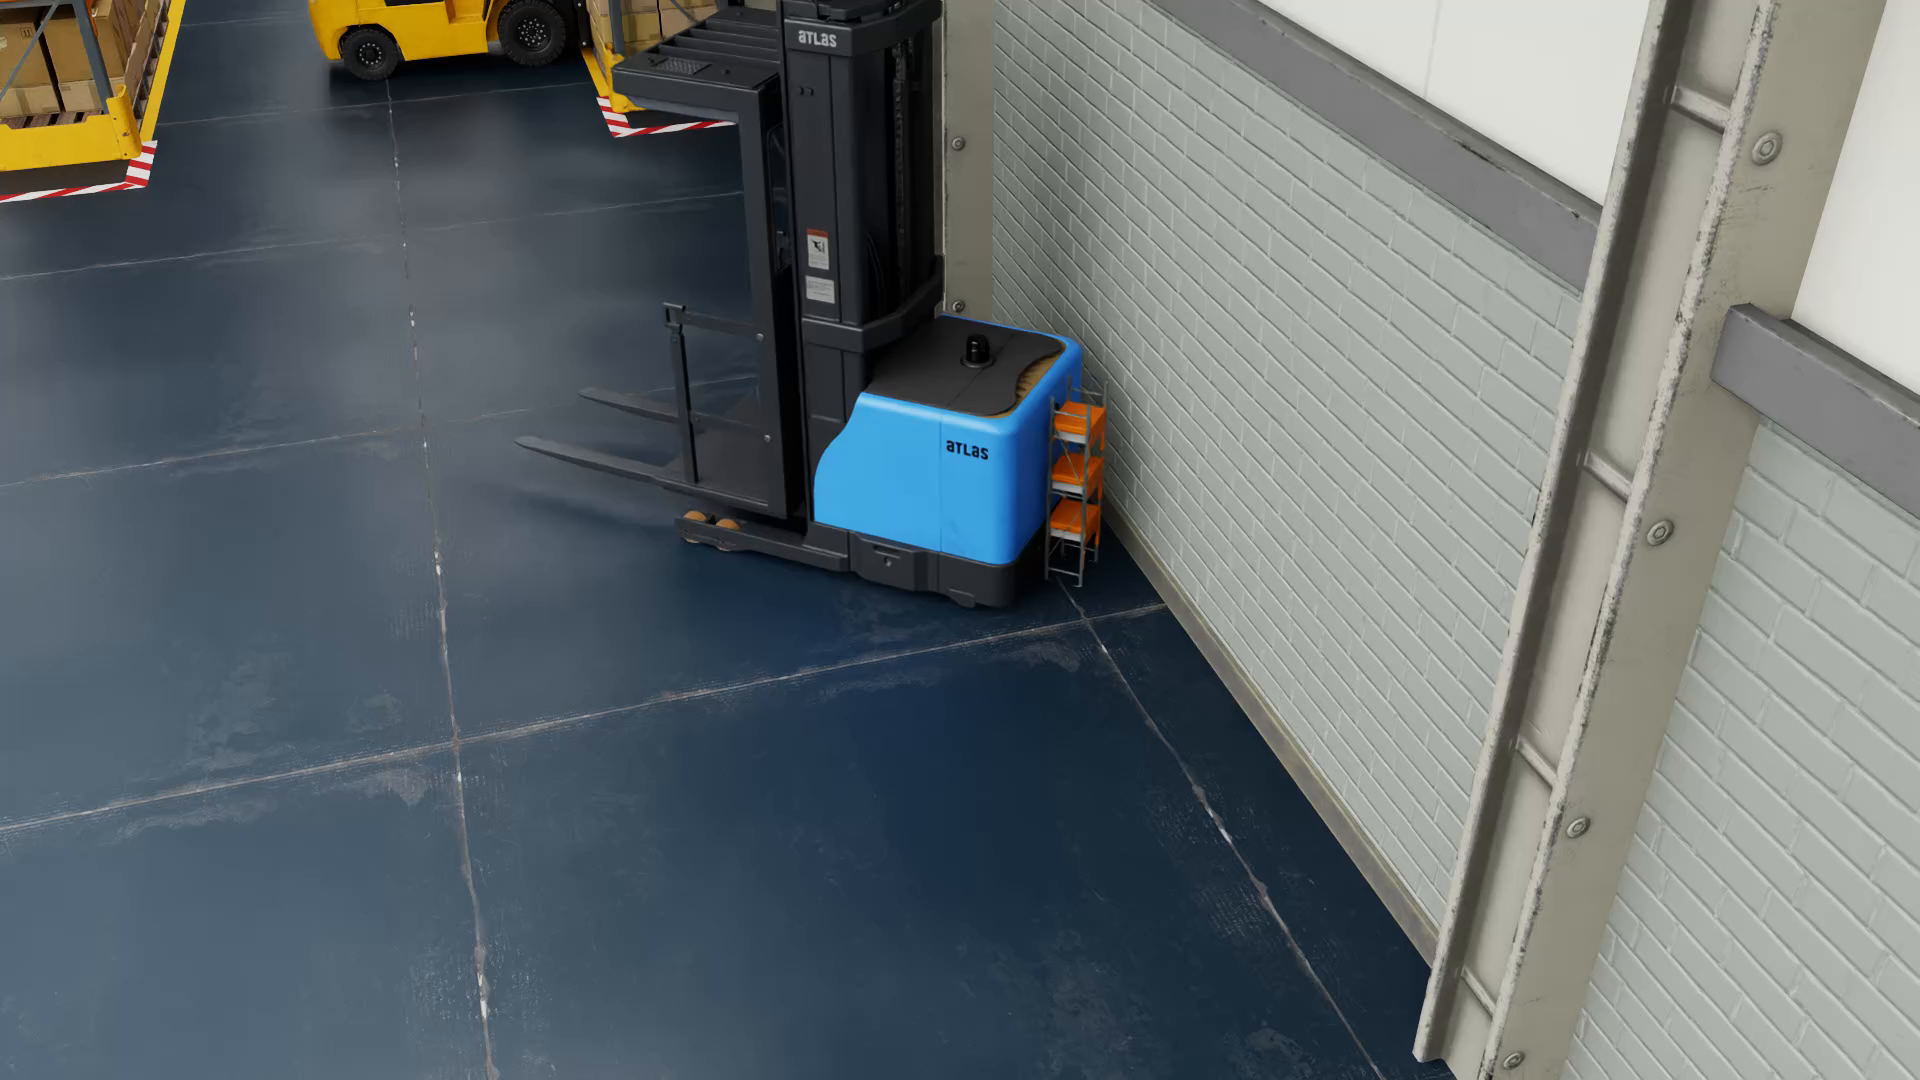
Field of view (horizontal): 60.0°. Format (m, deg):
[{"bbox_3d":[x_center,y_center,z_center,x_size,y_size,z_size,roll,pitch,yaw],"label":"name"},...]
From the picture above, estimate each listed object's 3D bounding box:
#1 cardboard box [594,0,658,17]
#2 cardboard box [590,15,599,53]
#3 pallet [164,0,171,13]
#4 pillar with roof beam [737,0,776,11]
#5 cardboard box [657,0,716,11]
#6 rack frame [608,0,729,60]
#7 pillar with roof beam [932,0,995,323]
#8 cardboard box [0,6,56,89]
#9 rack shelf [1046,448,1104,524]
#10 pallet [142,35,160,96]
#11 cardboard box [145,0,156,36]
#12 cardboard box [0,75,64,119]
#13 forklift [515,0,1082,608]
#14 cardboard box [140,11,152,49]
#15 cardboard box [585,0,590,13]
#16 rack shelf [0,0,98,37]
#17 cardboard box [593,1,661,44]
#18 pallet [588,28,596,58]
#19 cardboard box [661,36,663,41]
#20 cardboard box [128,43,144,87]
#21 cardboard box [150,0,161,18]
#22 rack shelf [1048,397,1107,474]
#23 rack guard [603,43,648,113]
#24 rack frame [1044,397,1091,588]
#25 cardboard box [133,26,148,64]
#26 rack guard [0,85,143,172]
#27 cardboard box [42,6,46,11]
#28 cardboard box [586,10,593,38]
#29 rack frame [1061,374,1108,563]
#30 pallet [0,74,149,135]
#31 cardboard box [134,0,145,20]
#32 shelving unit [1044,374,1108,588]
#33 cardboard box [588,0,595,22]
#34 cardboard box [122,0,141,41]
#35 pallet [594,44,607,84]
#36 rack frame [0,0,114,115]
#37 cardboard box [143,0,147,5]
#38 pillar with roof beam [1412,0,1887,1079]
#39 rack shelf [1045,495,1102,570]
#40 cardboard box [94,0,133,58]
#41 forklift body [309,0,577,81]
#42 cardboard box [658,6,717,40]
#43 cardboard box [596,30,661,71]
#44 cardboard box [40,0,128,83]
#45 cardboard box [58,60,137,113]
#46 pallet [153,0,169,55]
[{"bbox_3d":[-2.915,-4.756,14.433,0.500,0.250,0.500,-9,34,-13],"label":"cardboard box"},{"bbox_3d":[-3.065,-4.606,15.113,0.500,0.250,0.500,-10,35,-15],"label":"cardboard box"},{"bbox_3d":[-8.663,-5.630,17.079,1.003,0.211,1.213,-10,35,-15],"label":"pallet"},{"bbox_3d":[-5.932,-7.418,11.813,9.100,9.000,0.400,-10,35,-15],"label":"pillar with roof beam"},{"bbox_3d":[-2.444,-4.851,14.577,0.500,0.250,0.500,-11,35,-15],"label":"cardboard box"},{"bbox_3d":[-2.478,-5.122,13.780,1.000,3.000,0.127,-10,35,-15],"label":"rack frame"},{"bbox_3d":[-4.101,-4.268,7.046,9.100,9.000,0.400,-10,35,-15],"label":"pillar with roof beam"},{"bbox_3d":[-7.696,-4.003,13.520,0.500,0.500,0.500,-10,35,-14],"label":"cardboard box"},{"bbox_3d":[0.570,-0.271,8.227,0.215,0.259,0.240,13,36,19],"label":"rack shelf"},{"bbox_3d":[-7.810,-4.234,14.965,1.003,0.211,1.213,-10,35,-15],"label":"pallet"},{"bbox_3d":[-7.816,-4.870,15.513,0.500,0.250,0.500,-11,35,-16],"label":"cardboard box"},{"bbox_3d":[-7.714,-3.705,13.749,0.500,0.250,0.500,-10,35,-15],"label":"cardboard box"},{"bbox_3d":[-0.937,-1.415,8.232,3.031,2.935,1.130,14,36,19],"label":"forklift"},{"bbox_3d":[-7.665,-4.602,15.107,0.500,0.250,0.500,-9,35,-14],"label":"cardboard box"},{"bbox_3d":[-3.244,-5.094,15.398,0.500,0.250,0.500,-11,35,-16],"label":"cardboard box"},{"bbox_3d":[-7.814,-5.035,14.302,1.077,0.370,4.000,-10,35,-15],"label":"rack shelf"},{"bbox_3d":[-2.924,-4.561,14.592,0.500,0.250,0.500,-10,35,-15],"label":"cardboard box"},{"bbox_3d":[-3.119,-4.992,16.114,1.003,0.211,1.213,-10,35,-15],"label":"pallet"},{"bbox_3d":[-2.441,-4.441,14.863,0.500,0.250,0.500,-10,35,-15],"label":"cardboard box"},{"bbox_3d":[-7.335,-4.052,14.275,0.500,0.250,0.500,-9,34,-13],"label":"cardboard box"},{"bbox_3d":[-7.988,-5.148,15.933,0.500,0.250,0.500,-8,34,-13],"label":"cardboard box"},{"bbox_3d":[0.570,-0.508,8.071,0.215,0.259,0.240,13,36,19],"label":"rack shelf"},{"bbox_3d":[-2.470,-4.066,14.450,1.175,0.500,0.348,-10,35,-15],"label":"rack guard"},{"bbox_3d":[0.523,-0.218,8.128,0.200,1.050,0.008,13,36,19],"label":"rack frame"},{"bbox_3d":[-7.513,-4.337,14.705,0.500,0.250,0.500,-8,34,-12],"label":"cardboard box"},{"bbox_3d":[-7.227,-3.282,13.264,1.175,0.500,0.348,-10,35,-15],"label":"rack guard"},{"bbox_3d":[-7.859,-4.276,13.934,0.500,0.500,0.500,-9,34,-13],"label":"cardboard box"},{"bbox_3d":[-3.209,-4.870,15.513,0.500,0.250,0.500,-10,35,-14],"label":"cardboard box"},{"bbox_3d":[0.617,-0.342,8.315,0.200,1.050,0.008,13,36,19],"label":"rack frame"},{"bbox_3d":[-7.441,-3.594,13.998,1.003,0.211,1.213,-10,35,-15],"label":"pallet"},{"bbox_3d":[-7.674,-4.926,14.917,0.500,0.500,0.500,-8,34,-12],"label":"cardboard box"},{"bbox_3d":[0.570,-0.280,8.222,0.215,1.050,0.252,13,36,19],"label":"shelving unit"},{"bbox_3d":[-3.067,-4.827,14.993,0.500,0.250,0.500,-10,35,-15],"label":"cardboard box"},{"bbox_3d":[-7.503,-4.647,14.495,0.500,0.500,0.500,-9,35,-14],"label":"cardboard box"},{"bbox_3d":[-2.751,-4.353,15.146,1.003,0.211,1.213,-10,35,-15],"label":"pallet"},{"bbox_3d":[-7.204,-4.285,12.514,1.000,3.000,0.127,-10,35,-15],"label":"rack frame"},{"bbox_3d":[-7.831,-5.194,15.322,0.500,0.500,0.500,-9,35,-14],"label":"cardboard box"},{"bbox_3d":[-2.271,-1.118,2.279,9.100,9.000,0.400,-10,35,-15],"label":"pillar with roof beam"},{"bbox_3d":[0.570,-0.039,8.381,0.215,0.259,0.240,13,36,19],"label":"rack shelf"},{"bbox_3d":[-7.358,-4.382,14.094,0.500,0.500,0.500,-11,35,-17],"label":"cardboard box"},{"bbox_3d":[-4.794,-5.457,15.057,2.313,2.155,1.214,-10,35,-15],"label":"forklift body"},{"bbox_3d":[-2.423,-4.640,14.711,0.500,0.250,0.500,-9,35,-14],"label":"cardboard box"},{"bbox_3d":[-2.922,-4.343,14.715,0.500,0.250,0.500,-10,35,-14],"label":"cardboard box"},{"bbox_3d":[-7.194,-4.108,13.680,0.500,0.500,0.500,-11,35,-16],"label":"cardboard box"},{"bbox_3d":[-7.186,-3.783,13.868,0.500,0.250,0.500,-10,35,-15],"label":"cardboard box"},{"bbox_3d":[-8.185,-4.875,15.936,1.003,0.211,1.213,-10,35,-15],"label":"pallet"}]
